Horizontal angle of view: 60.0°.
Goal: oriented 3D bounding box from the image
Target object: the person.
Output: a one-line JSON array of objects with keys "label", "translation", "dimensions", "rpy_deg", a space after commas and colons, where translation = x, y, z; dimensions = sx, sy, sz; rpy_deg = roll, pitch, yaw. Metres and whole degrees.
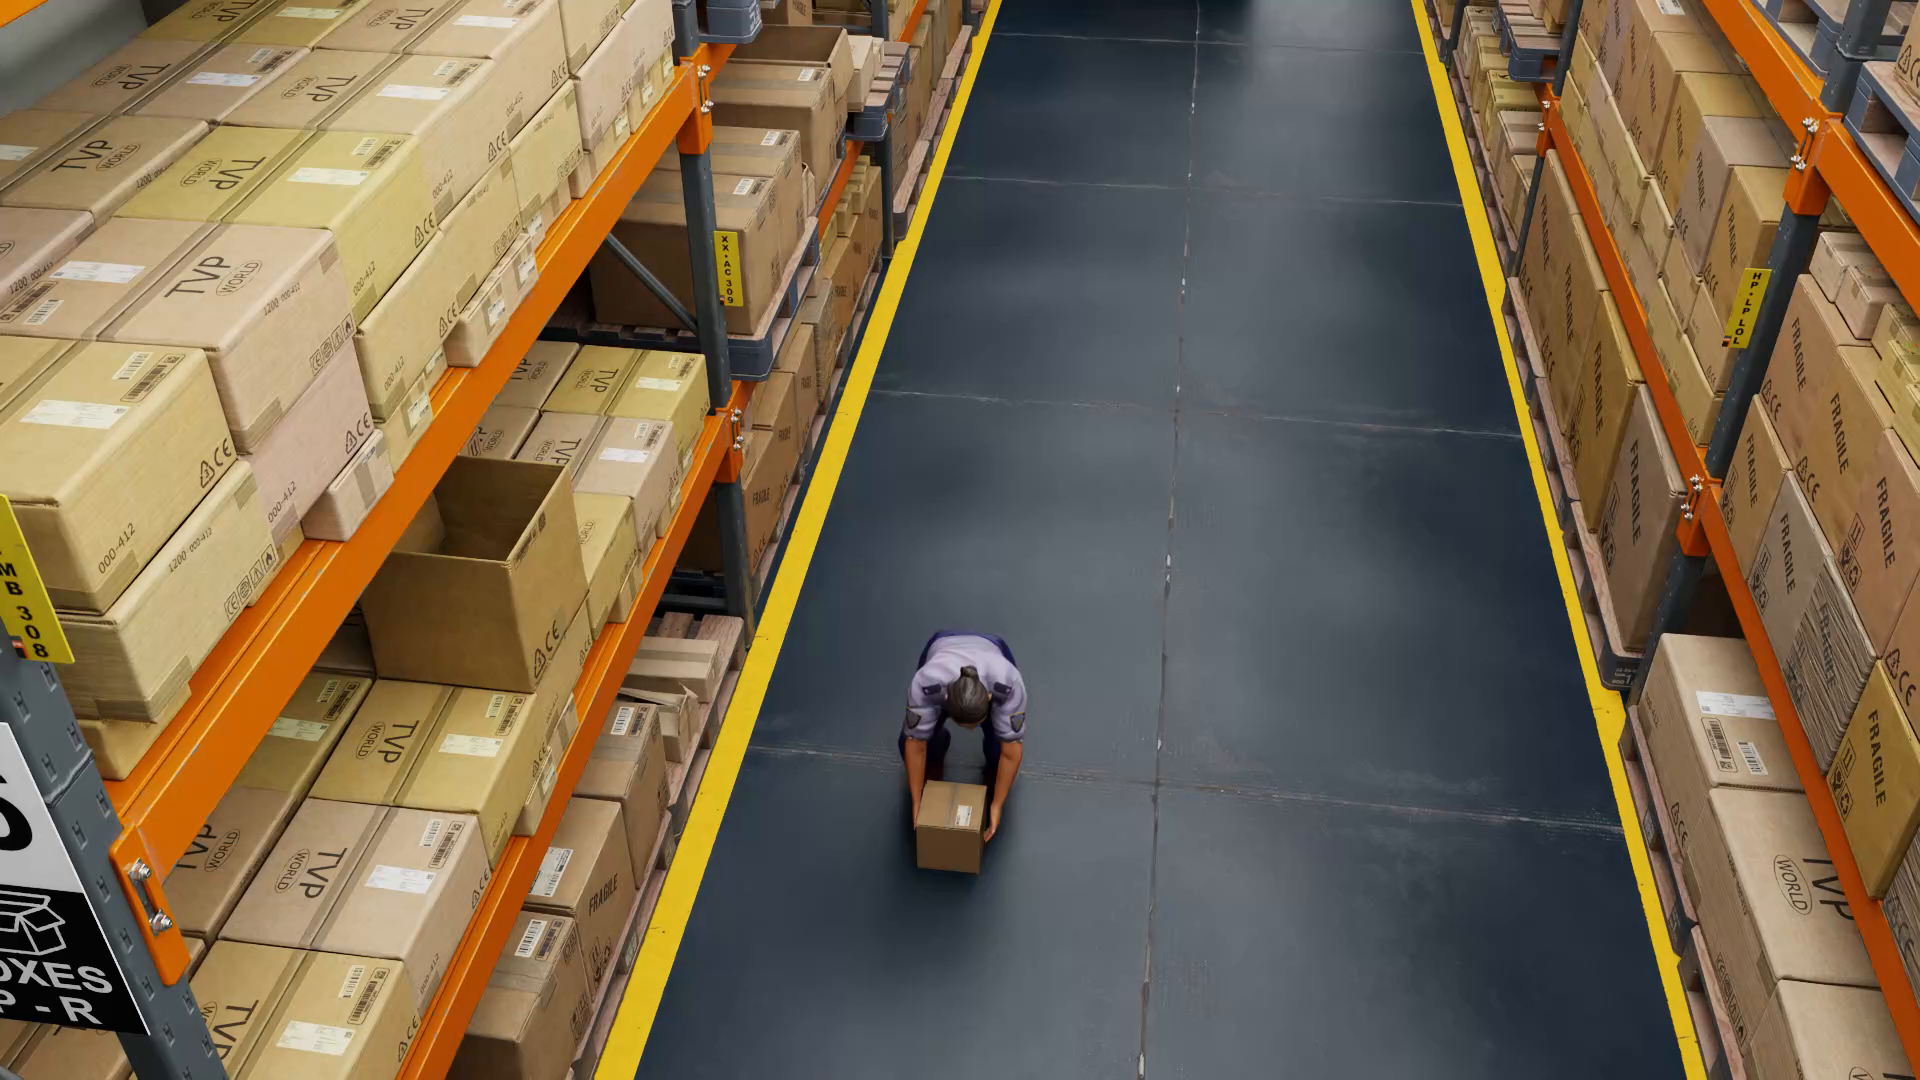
[{"label": "person", "translation": [0.020, 0.701, 6.763], "dimensions": [0.523, 0.869, 0.828], "rpy_deg": [4, 37, 6]}]
